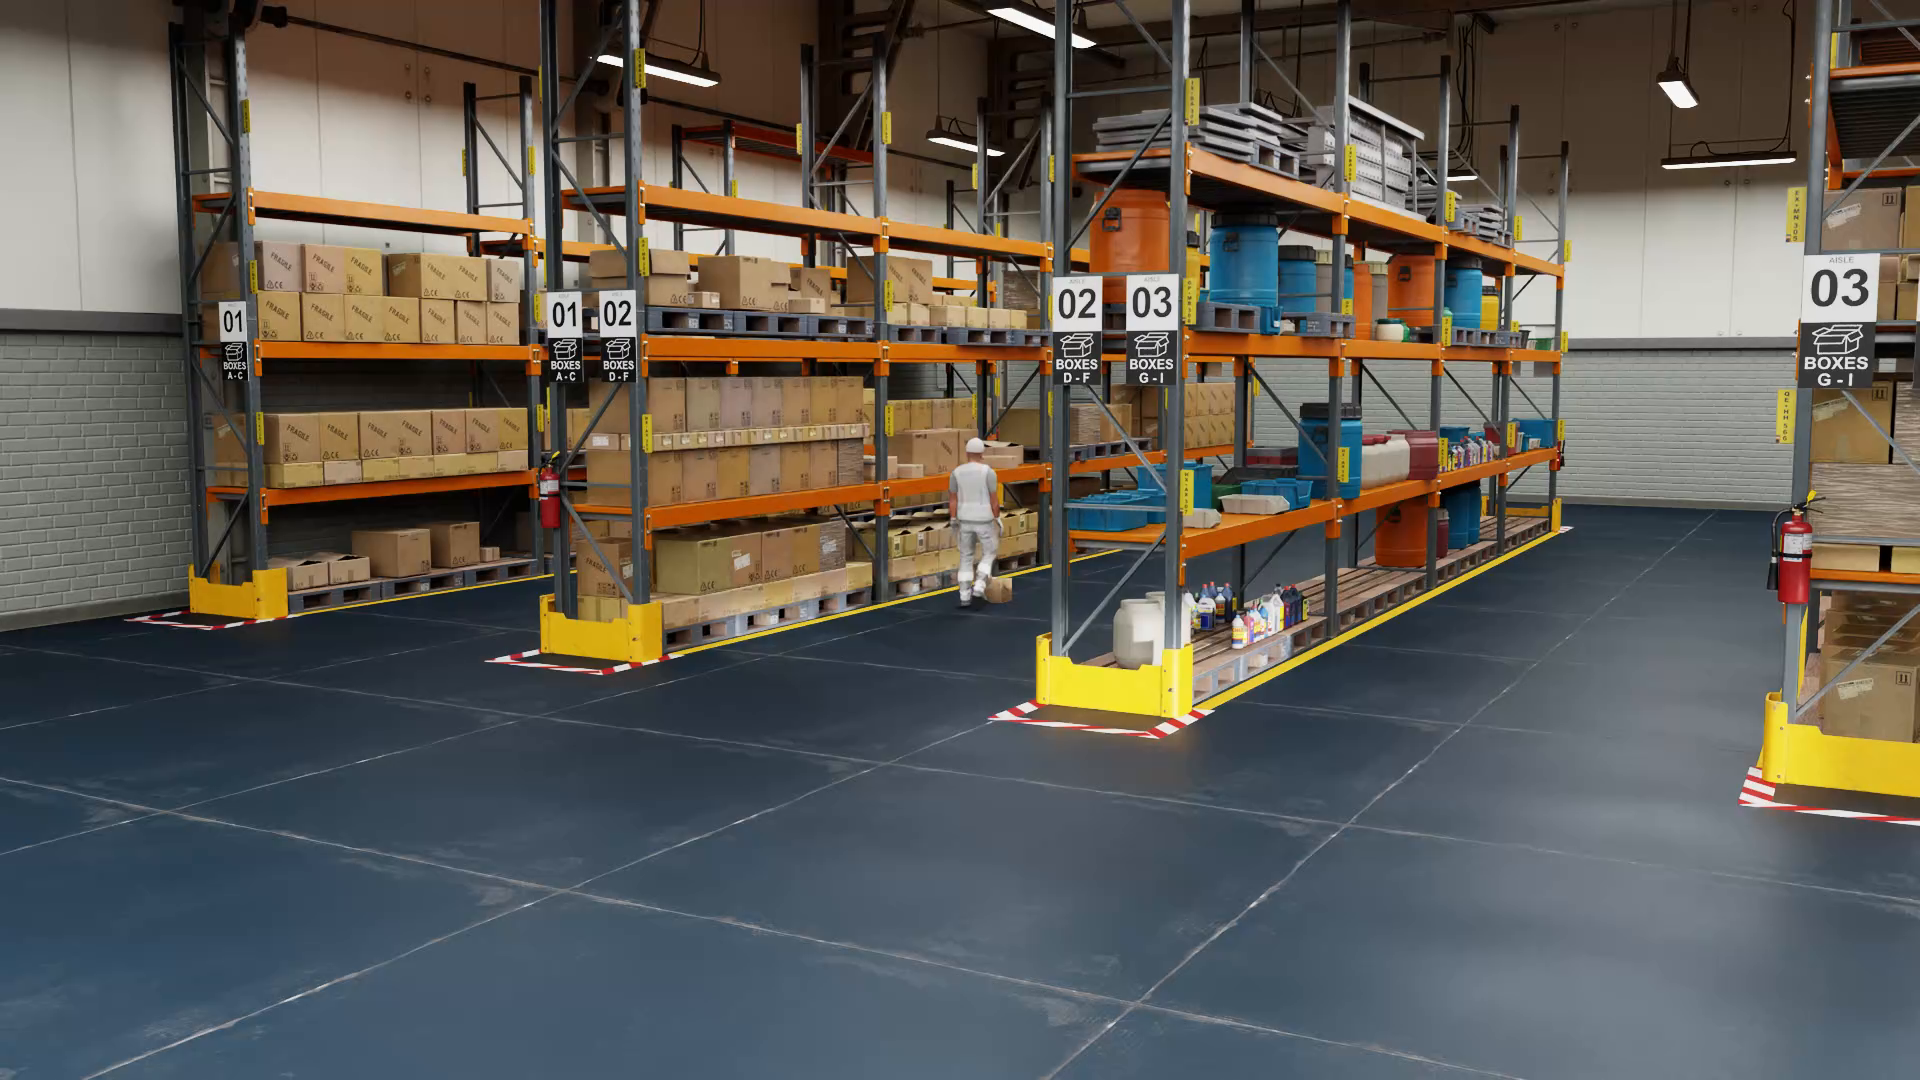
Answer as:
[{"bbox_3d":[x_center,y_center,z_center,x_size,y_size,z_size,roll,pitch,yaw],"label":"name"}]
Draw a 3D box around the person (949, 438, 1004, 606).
[{"bbox_3d":[0.170,-0.190,17.647,0.579,1.793,0.443,2,6,18],"label":"person"}]
